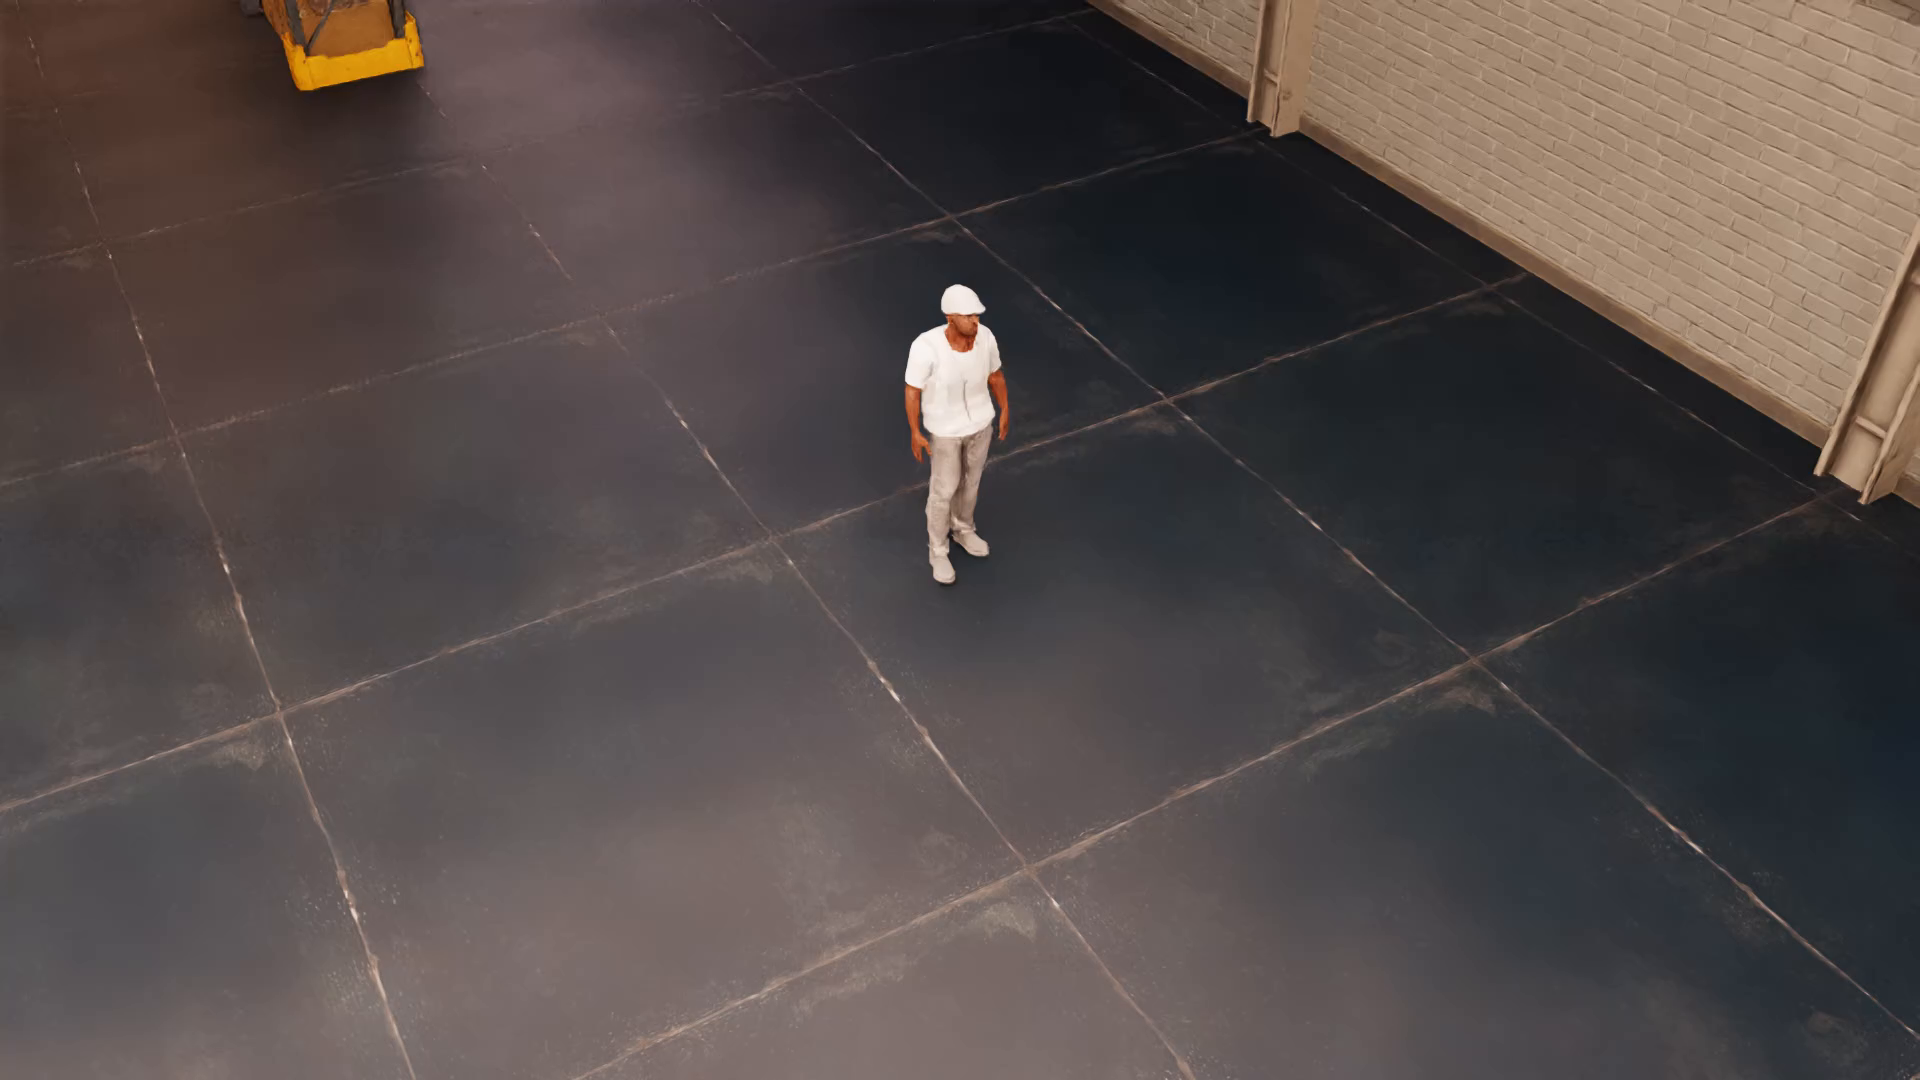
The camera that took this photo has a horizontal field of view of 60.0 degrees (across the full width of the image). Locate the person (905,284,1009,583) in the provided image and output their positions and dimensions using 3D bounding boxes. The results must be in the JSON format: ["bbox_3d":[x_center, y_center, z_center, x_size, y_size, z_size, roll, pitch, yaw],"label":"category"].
[{"bbox_3d":[0.030,-0.645,9.715,0.665,1.766,0.576,-20,44,-23],"label":"person"}]
